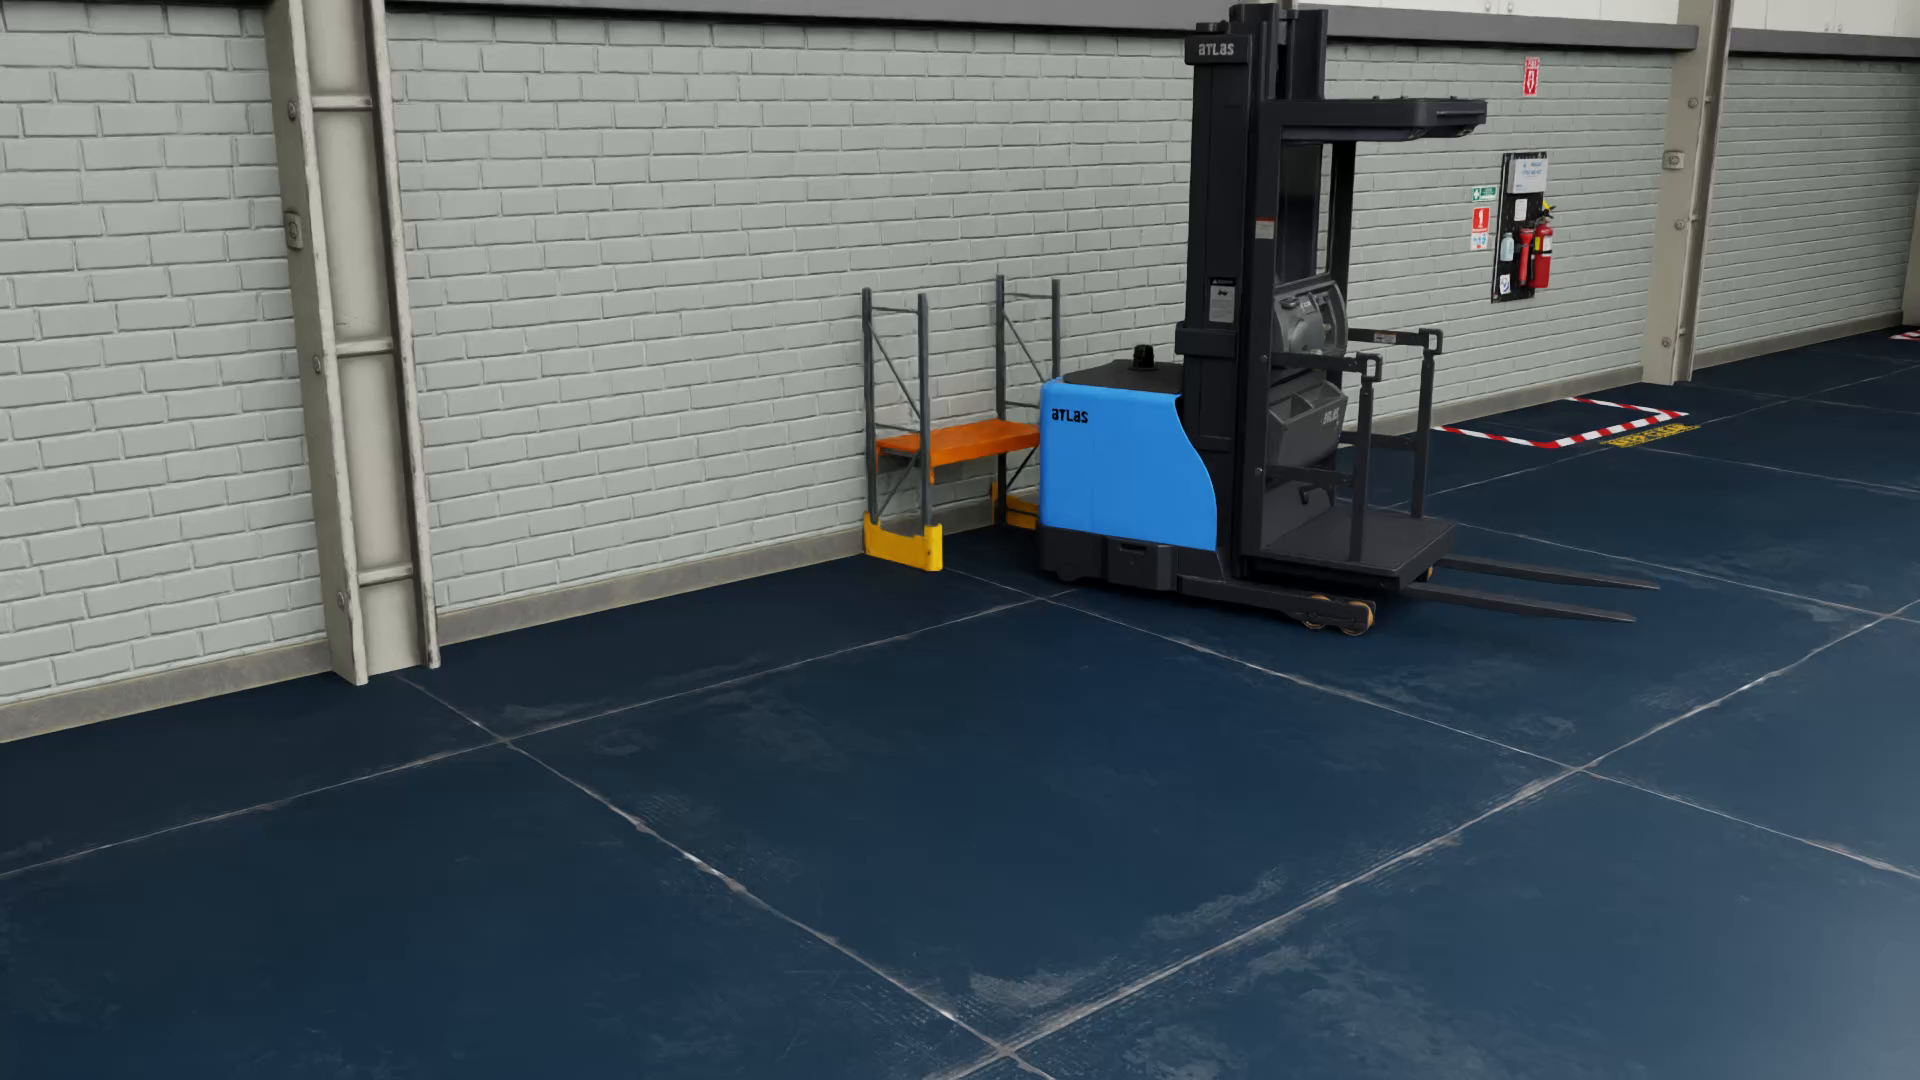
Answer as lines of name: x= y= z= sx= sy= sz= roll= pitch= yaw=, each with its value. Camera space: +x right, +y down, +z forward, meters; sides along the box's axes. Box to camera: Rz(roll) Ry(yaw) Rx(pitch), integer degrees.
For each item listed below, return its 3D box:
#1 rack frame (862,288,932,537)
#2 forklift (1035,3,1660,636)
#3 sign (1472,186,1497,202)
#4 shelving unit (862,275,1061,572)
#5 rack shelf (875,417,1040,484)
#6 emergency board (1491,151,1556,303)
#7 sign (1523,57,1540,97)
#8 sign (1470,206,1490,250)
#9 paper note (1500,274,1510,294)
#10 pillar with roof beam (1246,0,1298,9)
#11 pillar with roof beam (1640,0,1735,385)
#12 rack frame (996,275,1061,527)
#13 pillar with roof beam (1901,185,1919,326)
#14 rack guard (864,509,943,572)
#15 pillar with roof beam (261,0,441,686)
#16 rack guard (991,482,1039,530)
rack frame: x=-0.342 y=-0.606 z=9.074 sx=0.032 sy=1.500 sz=0.500 roll=-13 pitch=19 yaw=-41
forklift: x=1.931 y=-1.110 z=8.228 sx=3.031 sy=2.935 sz=1.130 roll=9 pitch=17 yaw=30
sign: x=4.071 y=-2.689 z=12.909 sx=0.331 sy=0.109 sz=0.001 roll=-13 pitch=19 yaw=-39
shelving unit: x=0.036 y=-0.696 z=9.415 sx=1.083 sy=1.500 sz=0.587 roll=-13 pitch=19 yaw=-41
rack shelf: x=0.032 y=-0.520 z=9.452 sx=1.000 sy=0.185 sz=0.538 roll=-13 pitch=19 yaw=-41
emergency board: x=4.547 y=-2.490 z=13.261 sx=0.643 sy=1.169 sz=0.194 roll=-13 pitch=19 yaw=-39
sign: x=4.475 y=-3.628 z=13.029 sx=0.199 sy=0.298 sz=0.001 roll=-13 pitch=19 yaw=-39
sign: x=4.062 y=-2.434 z=12.981 sx=0.234 sy=0.329 sz=0.001 roll=-13 pitch=19 yaw=-39
paper note: x=4.368 y=-2.048 z=13.313 sx=0.142 sy=0.148 sz=0.016 roll=-13 pitch=19 yaw=-39
pillar with roof beam: x=4.736 y=-3.945 z=7.083 sx=0.400 sy=9.000 sz=9.100 roll=-13 pitch=19 yaw=-39
pillar with roof beam: x=9.262 y=-4.962 z=10.889 sx=0.400 sy=9.000 sz=9.100 roll=-13 pitch=19 yaw=-39
rack frame: x=0.401 y=-0.783 z=9.744 sx=0.032 sy=1.500 sz=0.500 roll=-13 pitch=19 yaw=-41
pillar with roof beam: x=13.788 y=-5.978 z=14.694 sx=0.400 sy=9.000 sz=9.100 roll=-13 pitch=19 yaw=-39
rack guard: x=-0.318 y=-0.002 z=9.236 sx=0.087 sy=0.250 sz=0.587 roll=-13 pitch=19 yaw=-41
pillar with roof beam: x=0.209 y=-2.929 z=3.278 sx=0.400 sy=9.000 sz=9.100 roll=-13 pitch=19 yaw=-39
rack guard: x=0.410 y=-0.176 z=9.892 sx=0.087 sy=0.250 sz=0.587 roll=-13 pitch=19 yaw=-41
